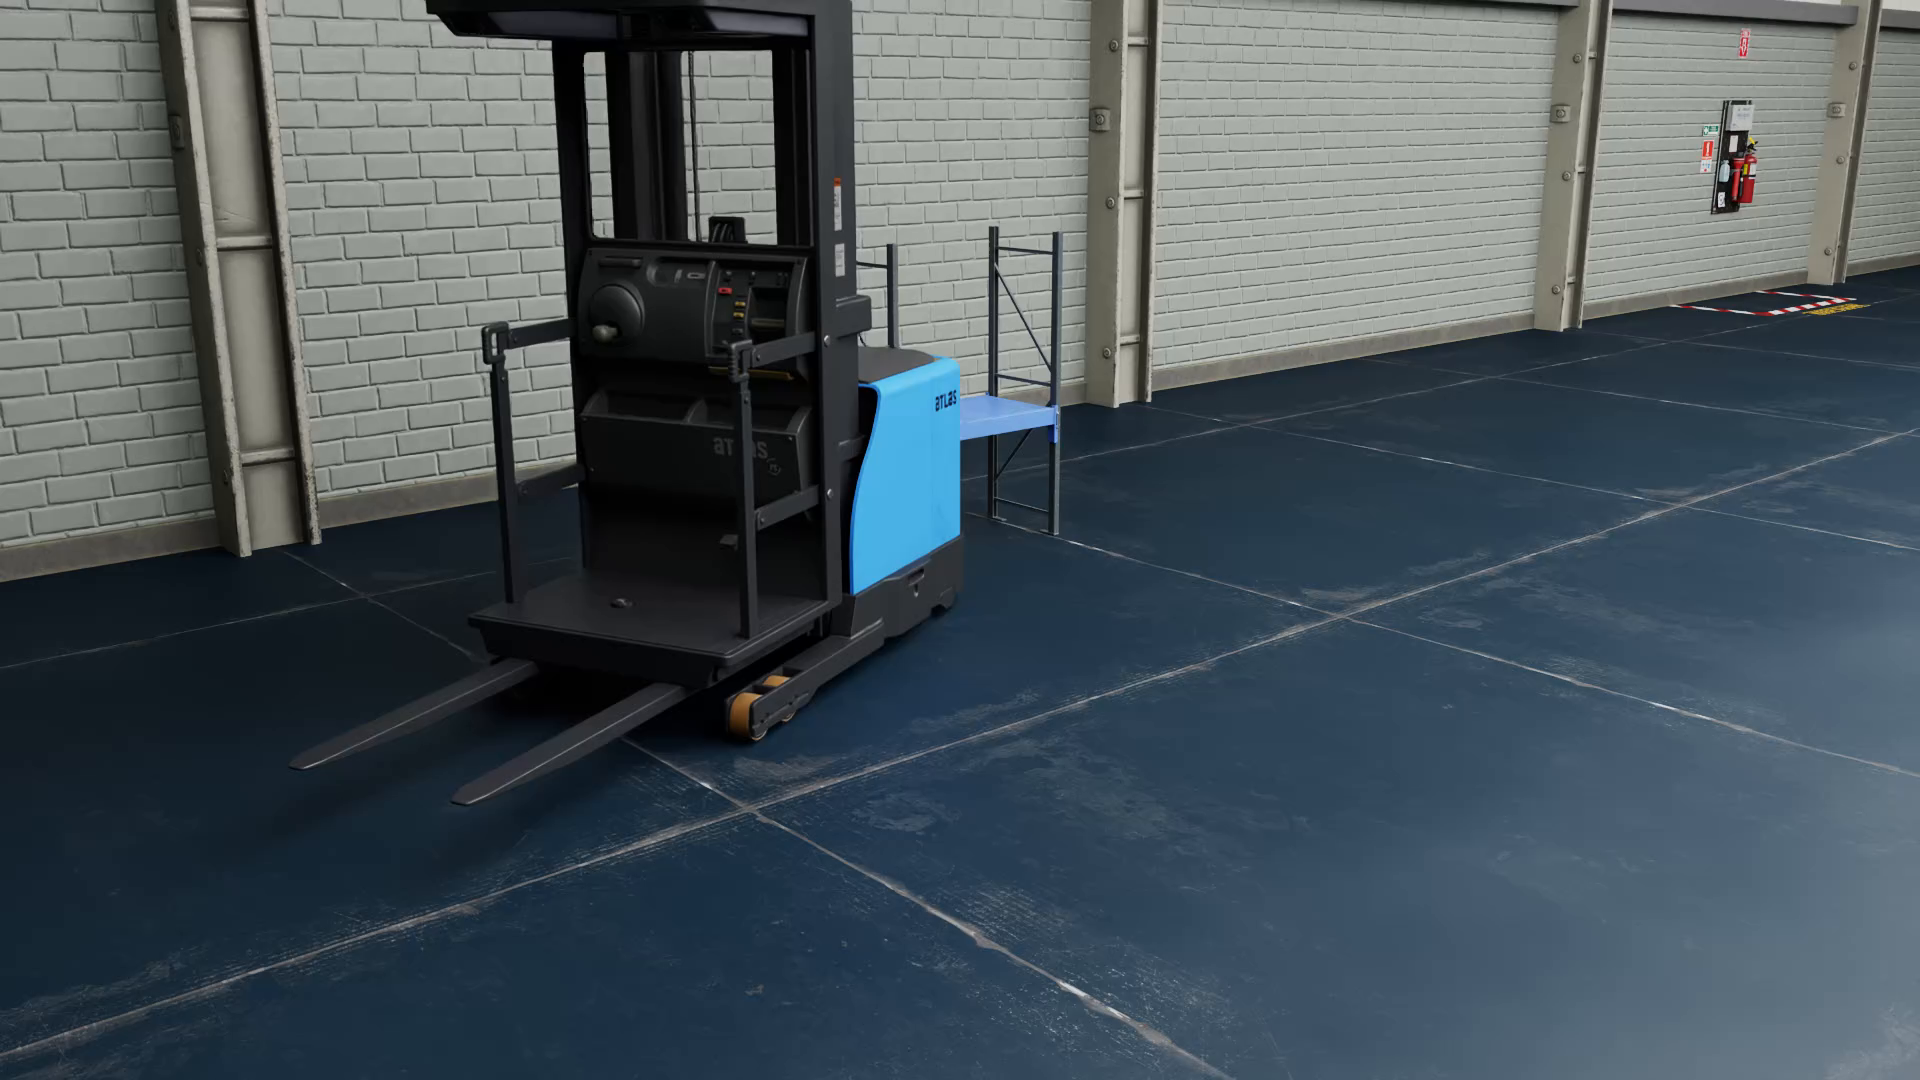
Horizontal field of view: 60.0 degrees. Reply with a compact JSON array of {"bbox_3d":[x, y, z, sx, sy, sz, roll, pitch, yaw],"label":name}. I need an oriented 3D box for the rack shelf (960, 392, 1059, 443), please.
[{"bbox_3d":[-0.064,-0.536,8.049,1.000,0.185,0.538,-13,19,-39],"label":"rack shelf"}]

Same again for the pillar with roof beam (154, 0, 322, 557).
[{"bbox_3d":[-0.566,-3.491,3.882,0.400,9.000,9.100,-13,19,-39],"label":"pillar with roof beam"}]

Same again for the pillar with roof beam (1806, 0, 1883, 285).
[{"bbox_3d":[13.013,-6.540,15.298,0.400,9.000,9.100,-13,19,-39],"label":"pillar with roof beam"}]

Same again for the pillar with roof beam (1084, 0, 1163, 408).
[{"bbox_3d":[3.960,-4.507,7.687,0.400,9.000,9.100,-13,19,-39],"label":"pillar with roof beam"}]

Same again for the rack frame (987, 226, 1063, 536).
[{"bbox_3d":[0.319,-0.796,8.325,0.032,1.500,0.500,-13,19,-39],"label":"rack frame"}]

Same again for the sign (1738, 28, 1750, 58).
[{"bbox_3d":[8.226,-5.207,17.438,0.199,0.298,0.001,-13,19,-39],"label":"sign"}]

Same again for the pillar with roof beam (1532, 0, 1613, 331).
[{"bbox_3d":[8.486,-5.524,11.492,0.400,9.000,9.100,-13,19,-39],"label":"pillar with roof beam"}]

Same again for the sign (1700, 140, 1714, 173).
[{"bbox_3d":[7.813,-4.012,17.390,0.234,0.329,0.001,-13,19,-39],"label":"sign"}]

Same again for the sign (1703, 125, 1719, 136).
[{"bbox_3d":[7.822,-4.268,17.318,0.331,0.109,0.001,-13,19,-39],"label":"sign"}]

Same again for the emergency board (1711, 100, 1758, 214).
[{"bbox_3d":[8.298,-4.069,17.670,0.643,1.169,0.194,-13,19,-39],"label":"emergency board"}]

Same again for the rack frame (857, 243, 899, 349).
[{"bbox_3d":[-0.448,-0.624,7.680,0.032,1.500,0.500,-13,19,-39],"label":"rack frame"}]

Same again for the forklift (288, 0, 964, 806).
[{"bbox_3d":[-1.053,-0.855,5.773,1.130,2.935,3.031,7,16,23],"label":"forklift"}]

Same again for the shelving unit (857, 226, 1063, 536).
[{"bbox_3d":[-0.064,-0.710,8.002,1.048,1.500,0.538,-13,19,-39],"label":"shelving unit"}]

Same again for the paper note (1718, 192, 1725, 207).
[{"bbox_3d":[8.119,-3.627,17.722,0.142,0.148,0.016,-13,19,-39],"label":"paper note"}]
